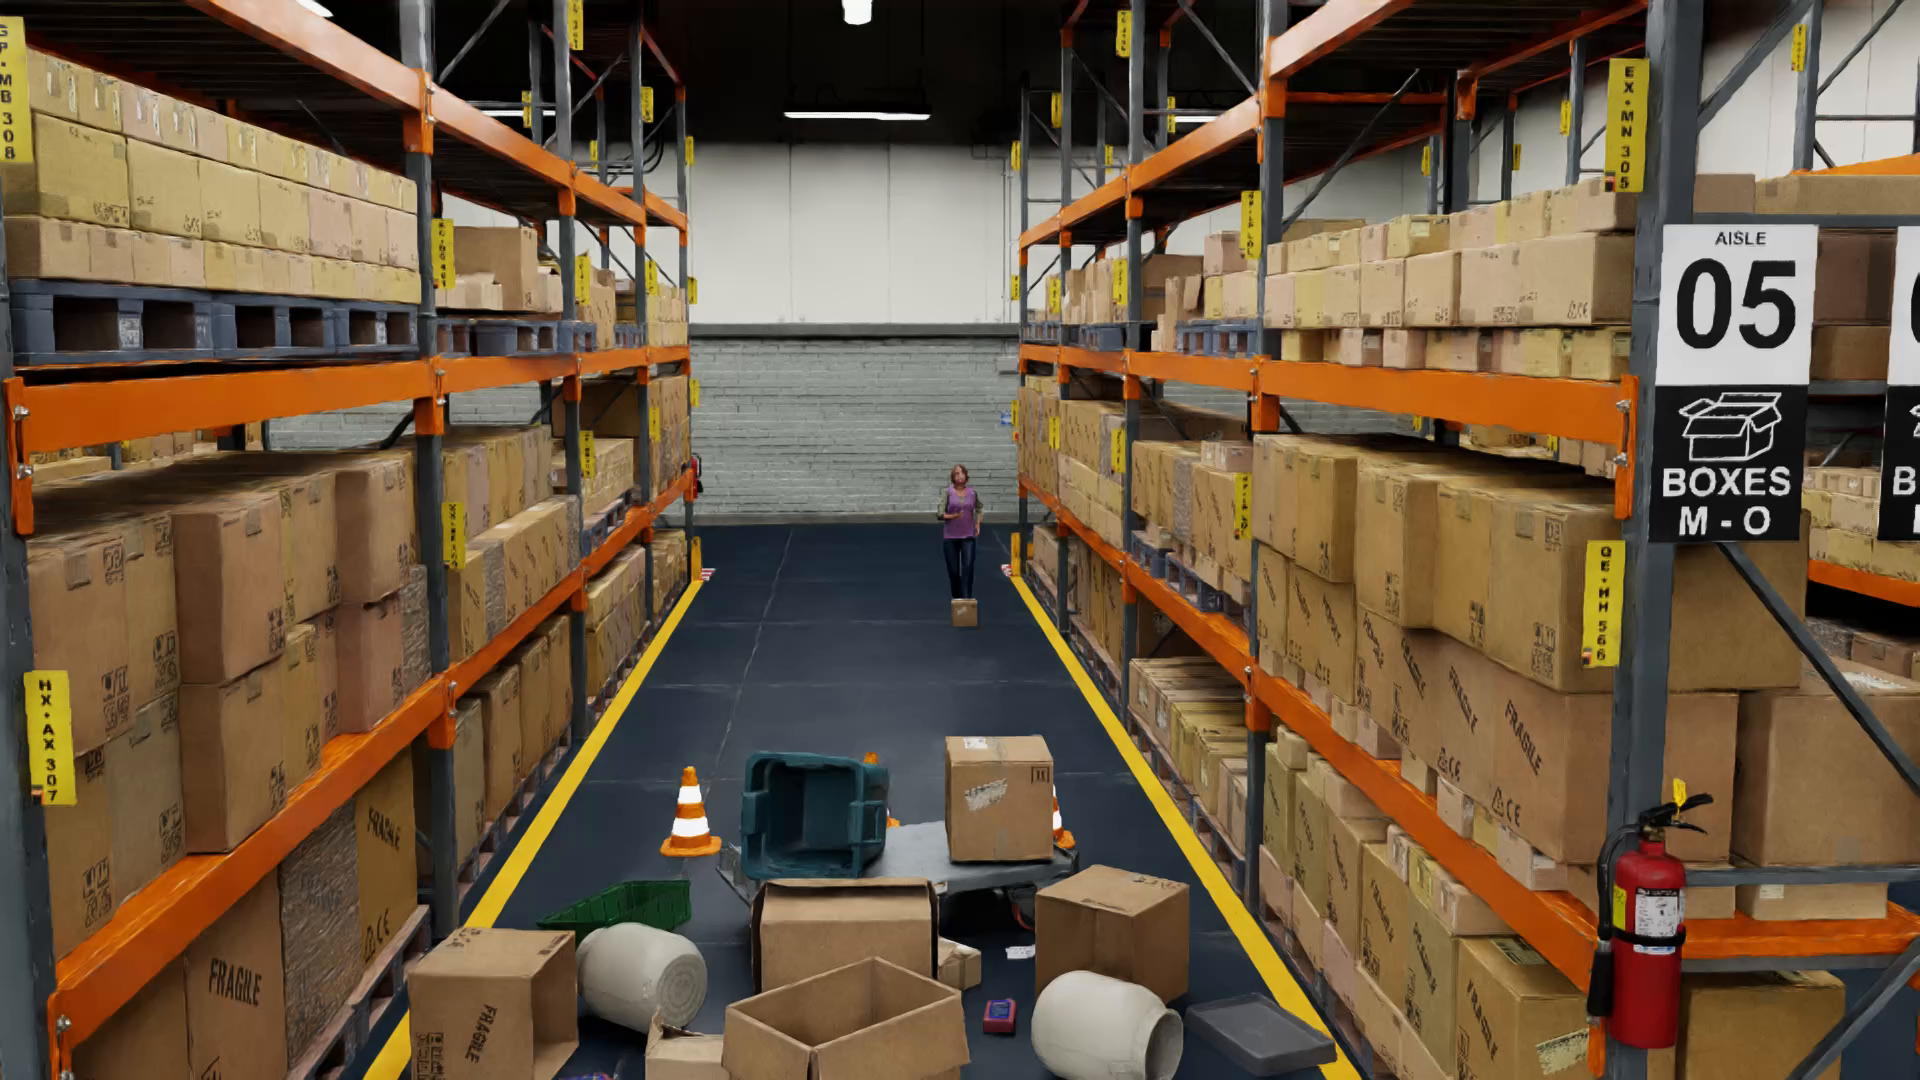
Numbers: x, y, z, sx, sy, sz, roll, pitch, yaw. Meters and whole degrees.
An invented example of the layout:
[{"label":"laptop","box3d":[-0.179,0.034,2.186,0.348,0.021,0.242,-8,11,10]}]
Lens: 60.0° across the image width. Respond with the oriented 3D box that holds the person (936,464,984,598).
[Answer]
[{"label":"person","box3d":[0.005,0.007,17.234,0.502,1.562,0.743,0,7,-1]}]
